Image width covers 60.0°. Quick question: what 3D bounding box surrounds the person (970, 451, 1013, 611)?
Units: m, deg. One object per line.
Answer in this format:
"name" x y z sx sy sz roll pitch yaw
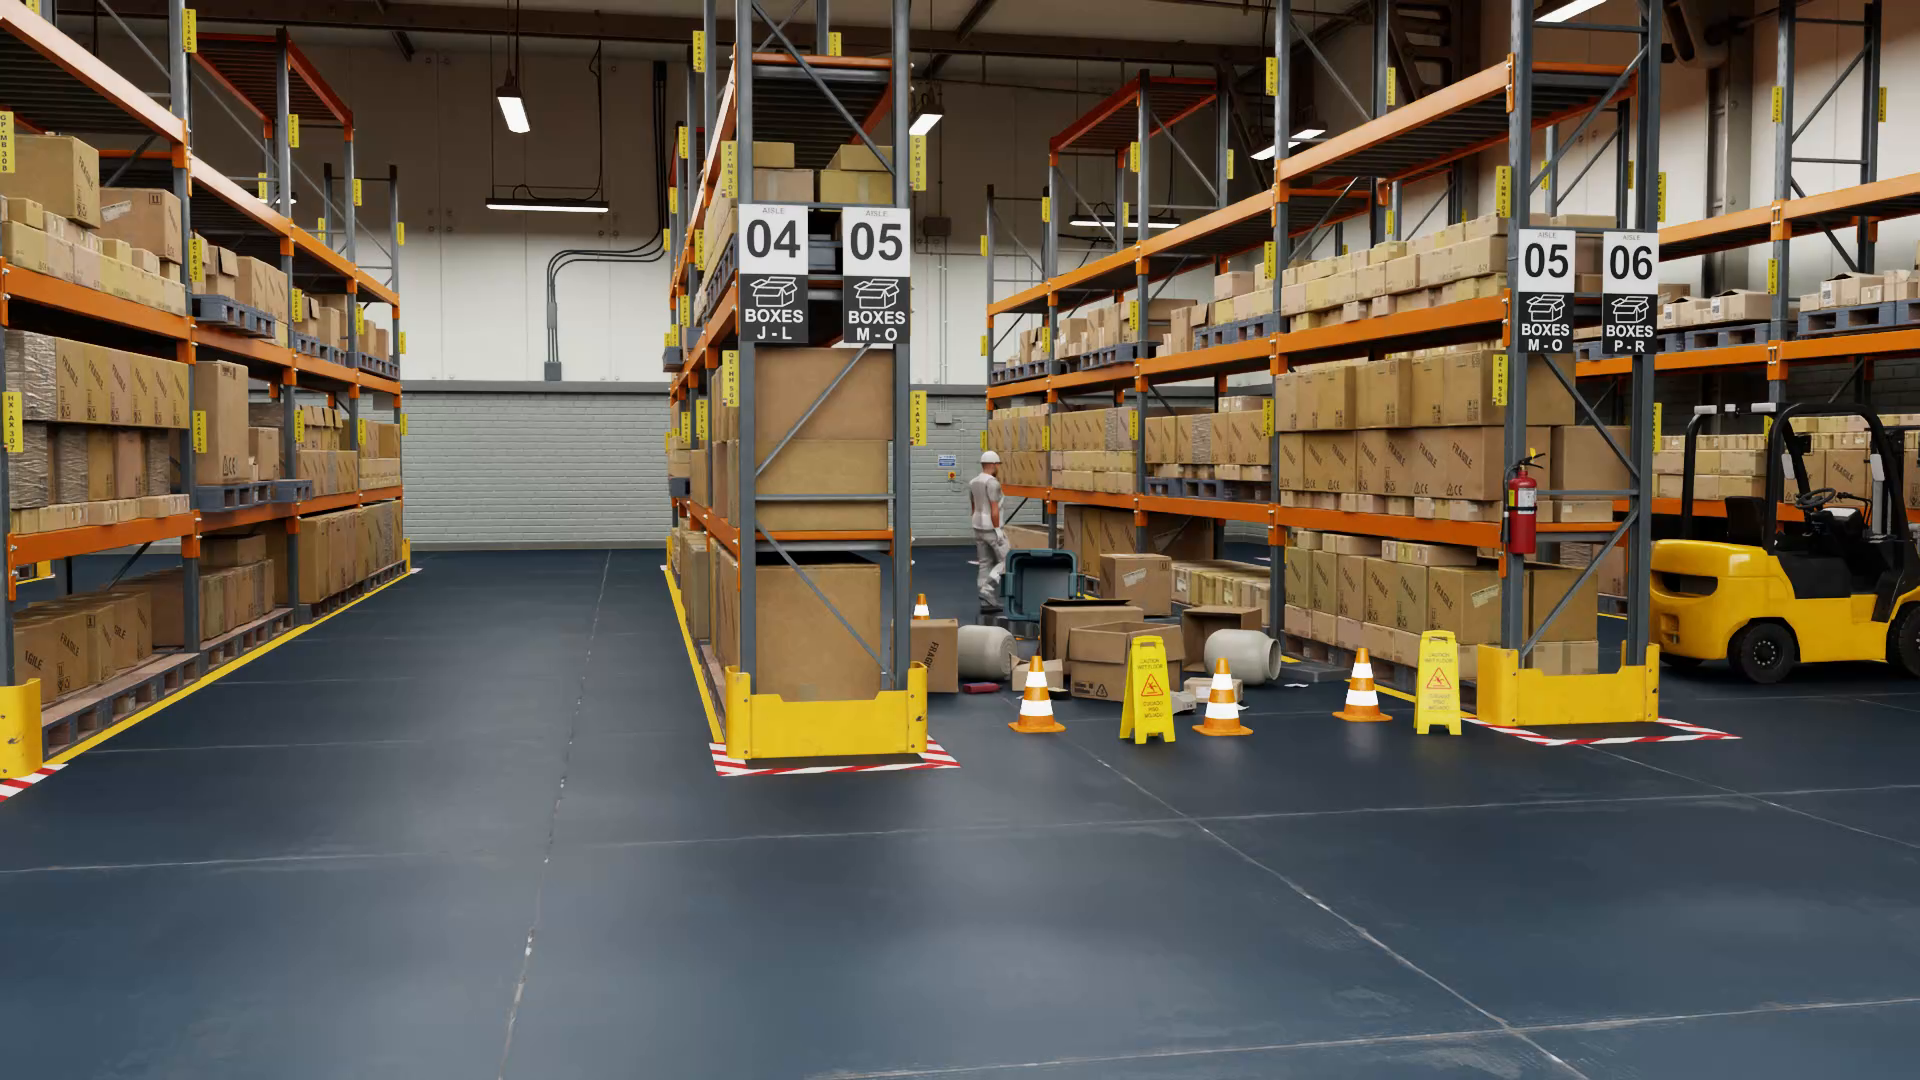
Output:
"person" 0.337 -0.099 18.593 0.446 1.786 0.562 -2 3 -31
